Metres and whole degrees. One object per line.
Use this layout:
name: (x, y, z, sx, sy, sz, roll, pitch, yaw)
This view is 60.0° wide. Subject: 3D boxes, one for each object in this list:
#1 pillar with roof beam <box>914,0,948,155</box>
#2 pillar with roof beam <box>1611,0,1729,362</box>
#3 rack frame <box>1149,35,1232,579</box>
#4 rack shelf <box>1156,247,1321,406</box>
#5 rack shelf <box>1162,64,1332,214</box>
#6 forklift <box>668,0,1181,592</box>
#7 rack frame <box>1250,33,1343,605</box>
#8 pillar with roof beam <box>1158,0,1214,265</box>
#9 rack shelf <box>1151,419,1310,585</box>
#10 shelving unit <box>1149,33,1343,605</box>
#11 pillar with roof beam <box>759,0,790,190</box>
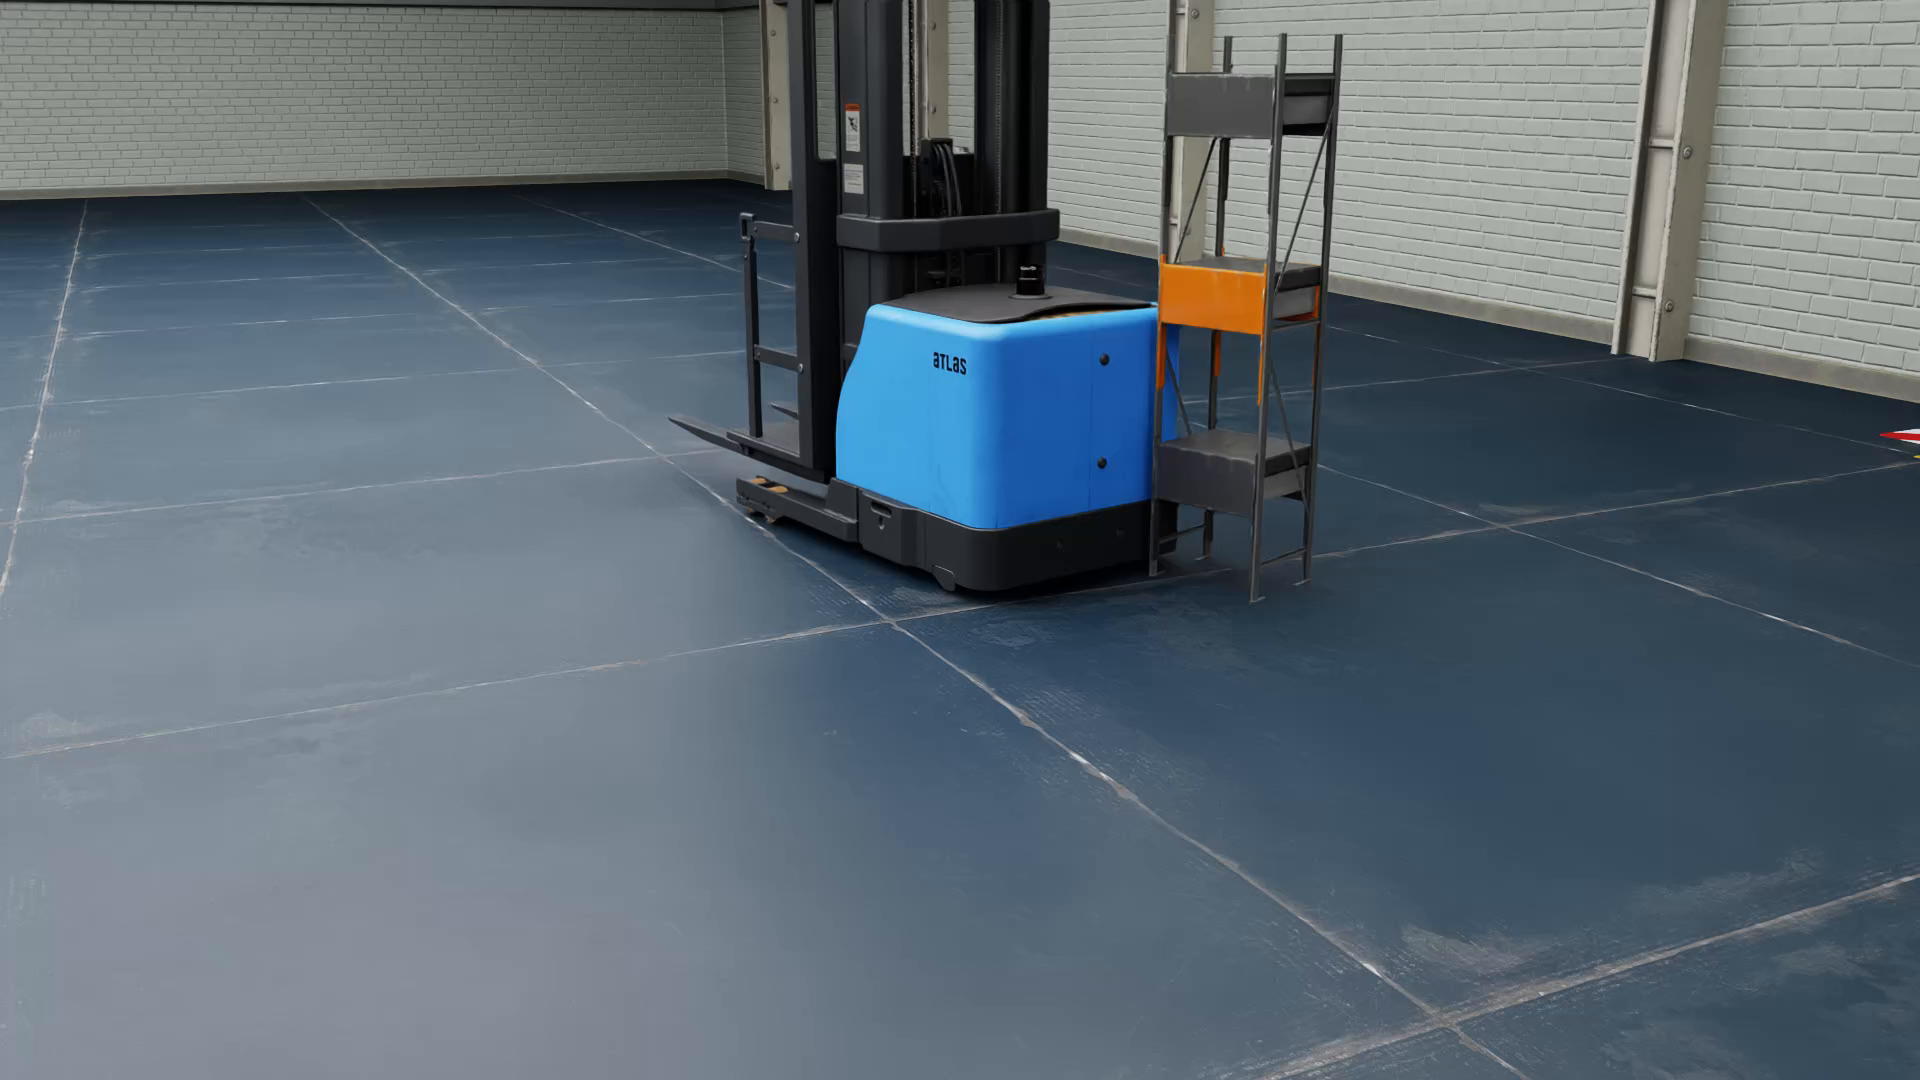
pillar with roof beam: (-4.241, -8.090, 19.127, 9.100, 9.000, 0.400, -8, 18, -25)
pillar with roof beam: (1.016, -5.114, 8.758, 9.100, 9.000, 0.400, -8, 18, -25)
rack frame: (0.906, -0.894, 6.561, 0.015, 2.100, 0.400, 15, 22, 42)
rack shelf: (1.082, -0.835, 6.402, 0.480, 0.518, 0.431, 15, 22, 42)
rack shelf: (1.081, -1.507, 6.209, 0.480, 0.518, 0.431, 15, 22, 42)
forklift: (-0.374, -1.557, 7.361, 1.130, 2.935, 3.031, -11, 19, -34)
rack frame: (1.257, -0.801, 6.235, 0.015, 2.100, 0.400, 15, 22, 42)
pillar with roof beam: (-1.613, -6.602, 13.942, 9.100, 9.000, 0.400, -8, 18, -25)
rack shelf: (1.082, -0.162, 6.595, 0.480, 0.518, 0.431, 15, 22, 42)
shelving unit: (1.082, -0.848, 6.398, 0.503, 2.100, 0.431, 15, 22, 42)
pillar with roof beam: (-6.870, -9.577, 24.311, 9.100, 9.000, 0.400, -8, 18, -25)
